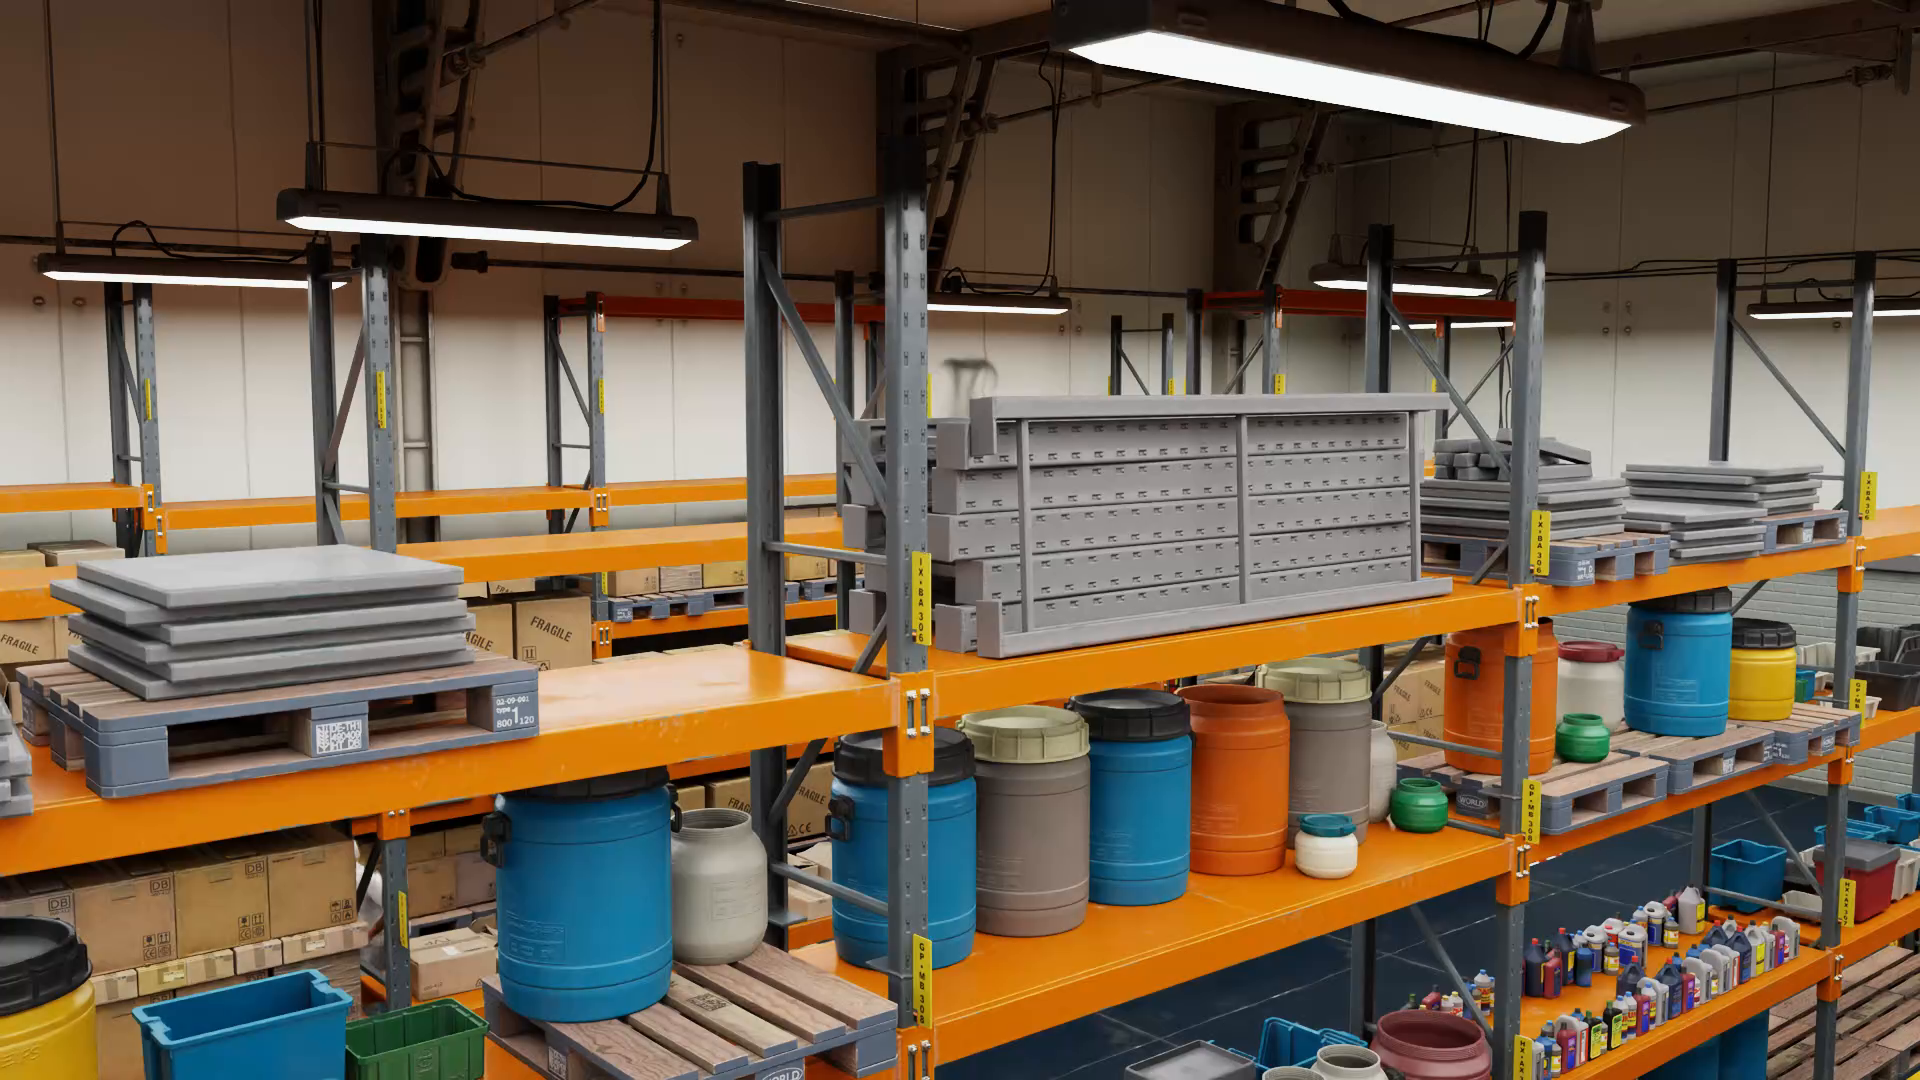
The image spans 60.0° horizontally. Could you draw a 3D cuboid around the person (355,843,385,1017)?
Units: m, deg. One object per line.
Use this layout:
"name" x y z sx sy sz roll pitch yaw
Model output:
"person" -4.487 3.108 12.899 0.700 1.698 0.898 5 7 41
